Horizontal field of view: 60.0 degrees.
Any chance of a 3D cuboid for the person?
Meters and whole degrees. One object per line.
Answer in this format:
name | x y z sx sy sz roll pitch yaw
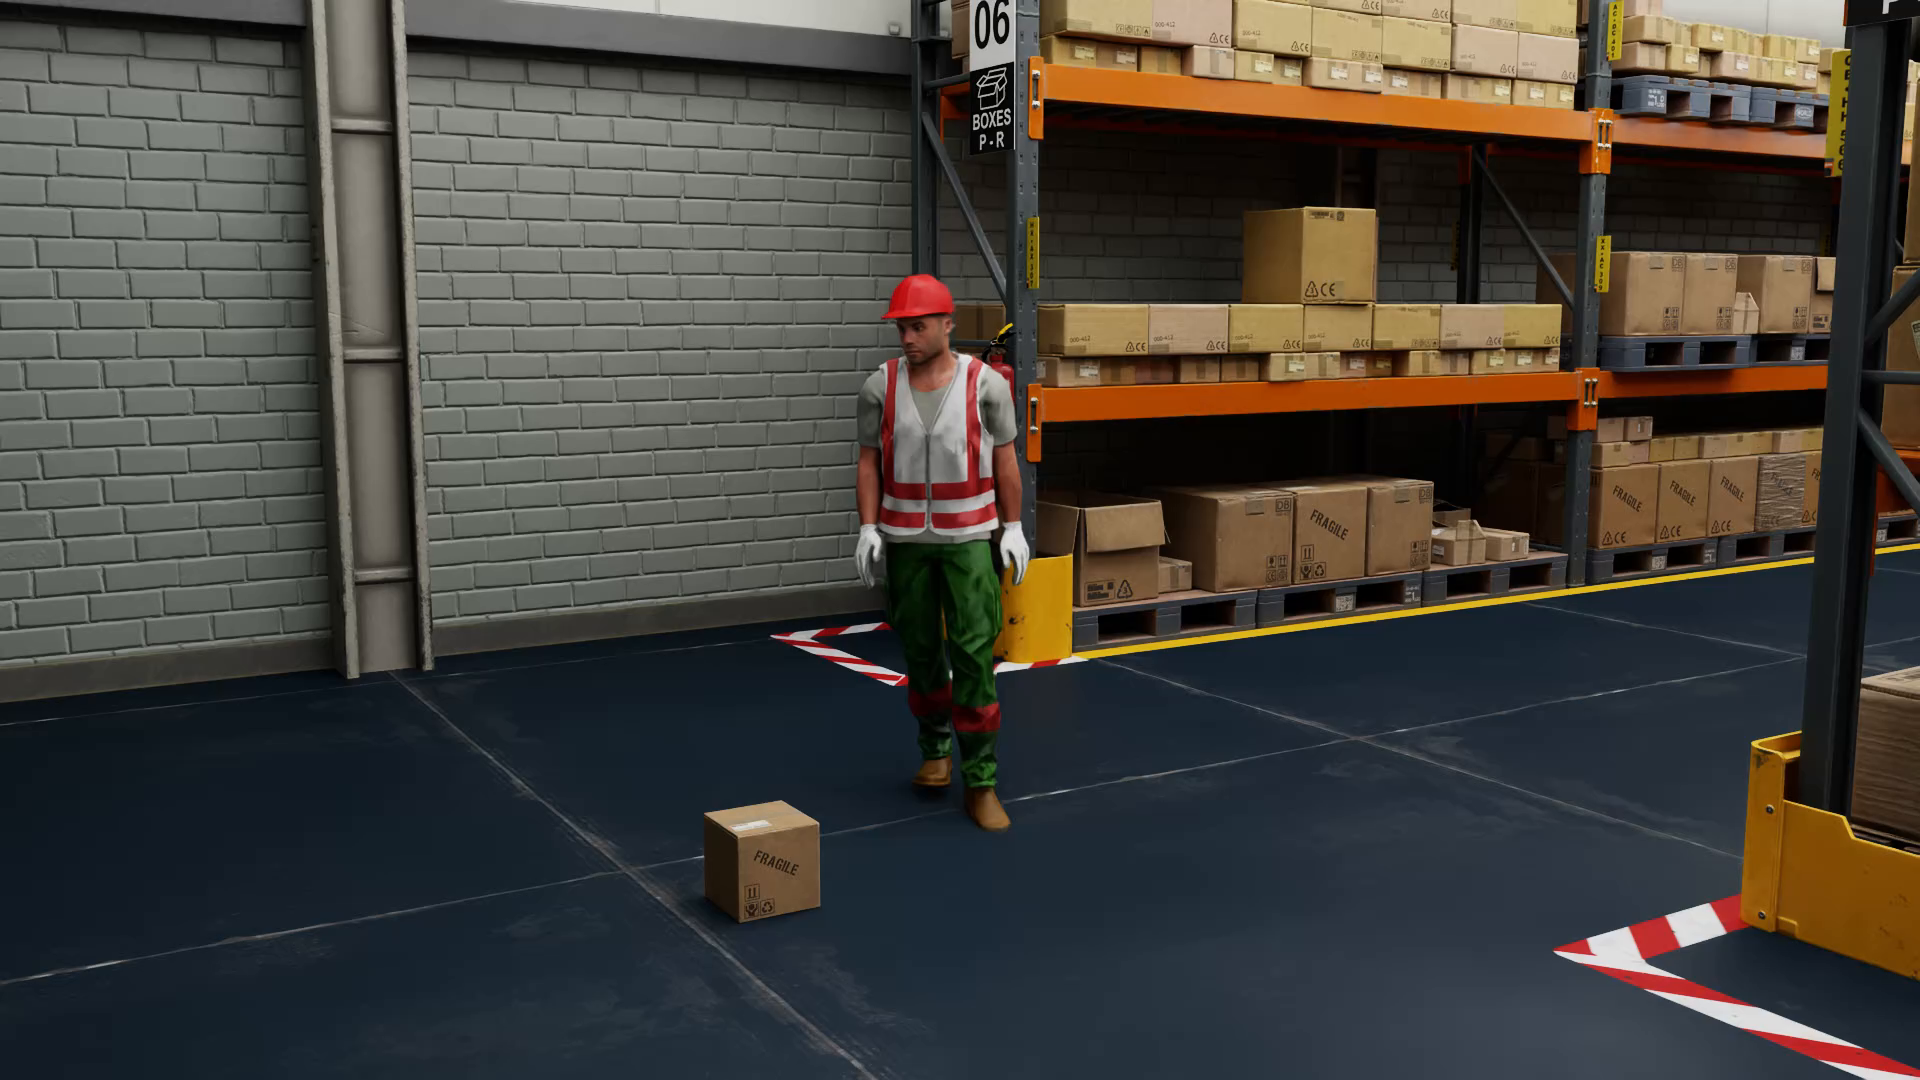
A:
person | -0.067 0.031 5.592 0.577 1.825 0.594 1 8 10
